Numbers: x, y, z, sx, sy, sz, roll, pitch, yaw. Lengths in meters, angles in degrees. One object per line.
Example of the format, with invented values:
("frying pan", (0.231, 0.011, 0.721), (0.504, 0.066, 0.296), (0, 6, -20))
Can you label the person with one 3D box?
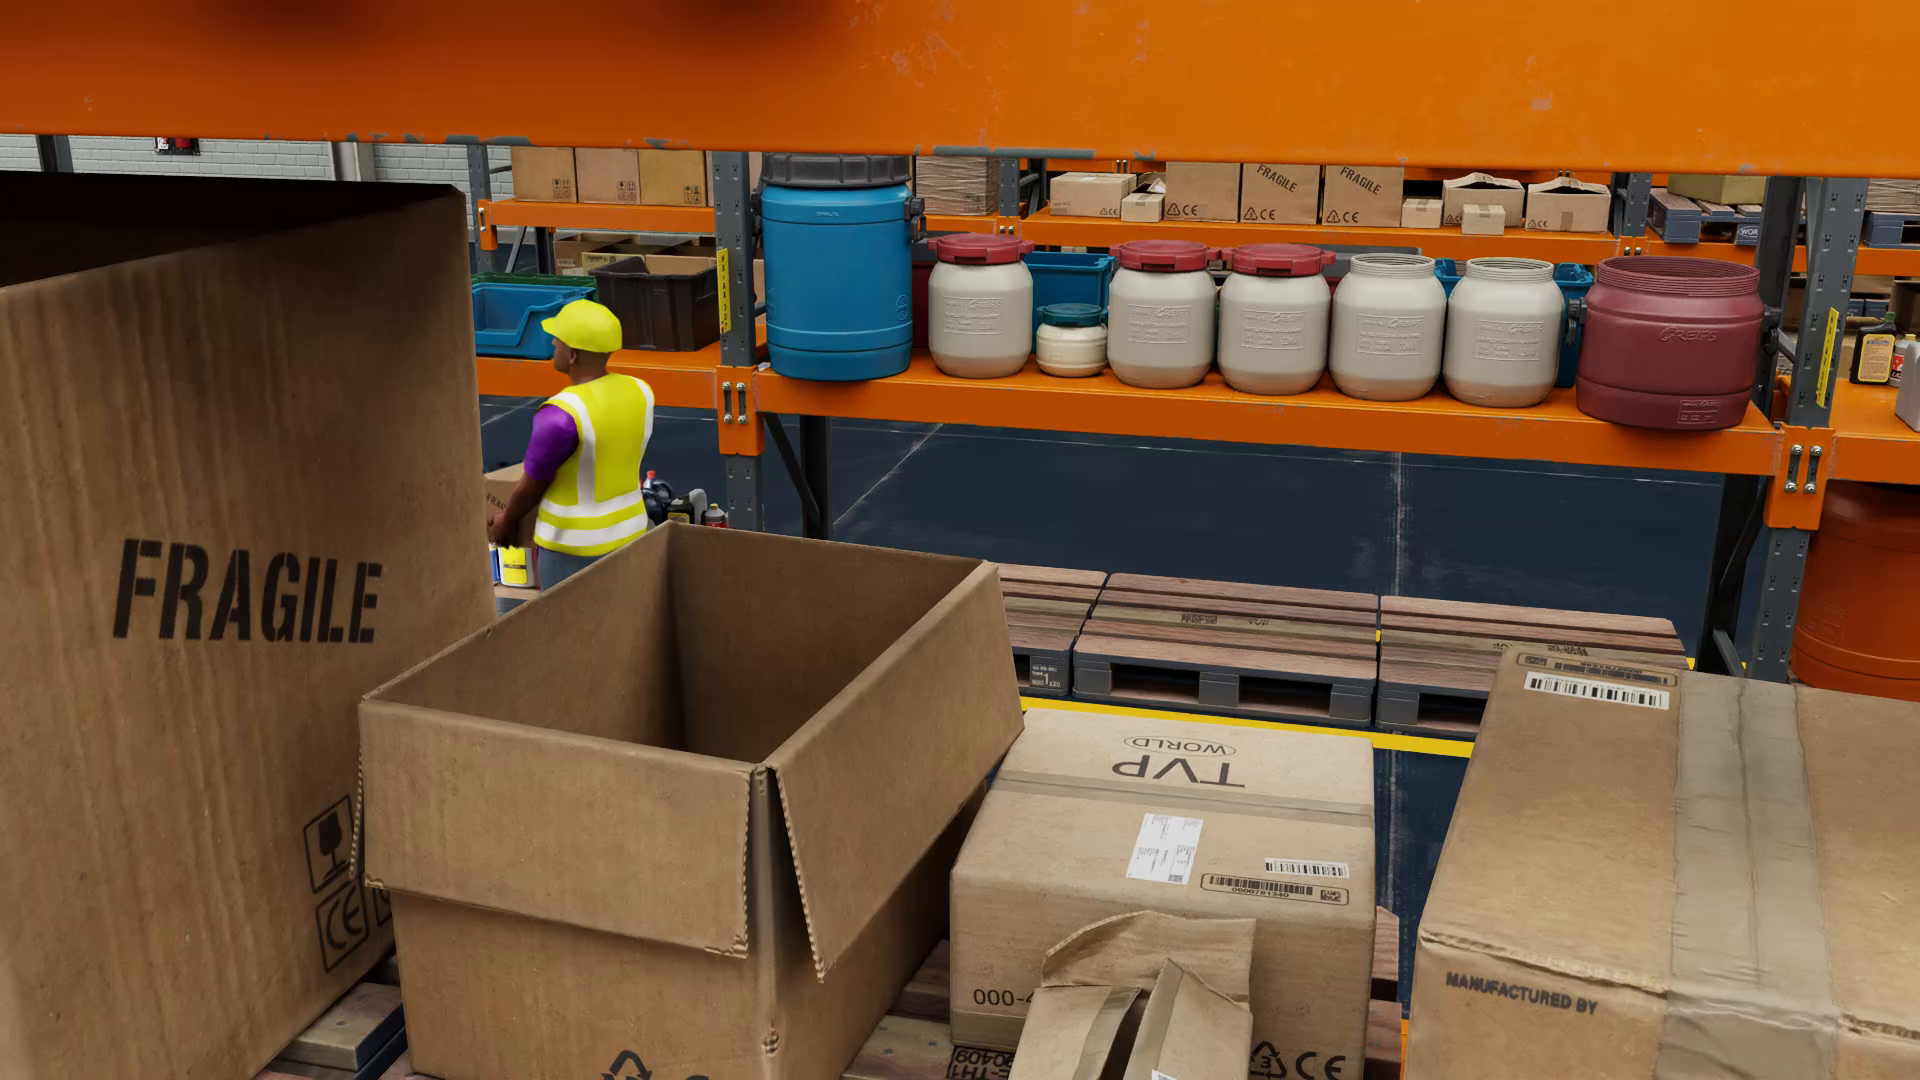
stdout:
("person", (-1.410, -0.004, 6.032), (0.565, 1.767, 0.520), (10, 20, 27))
